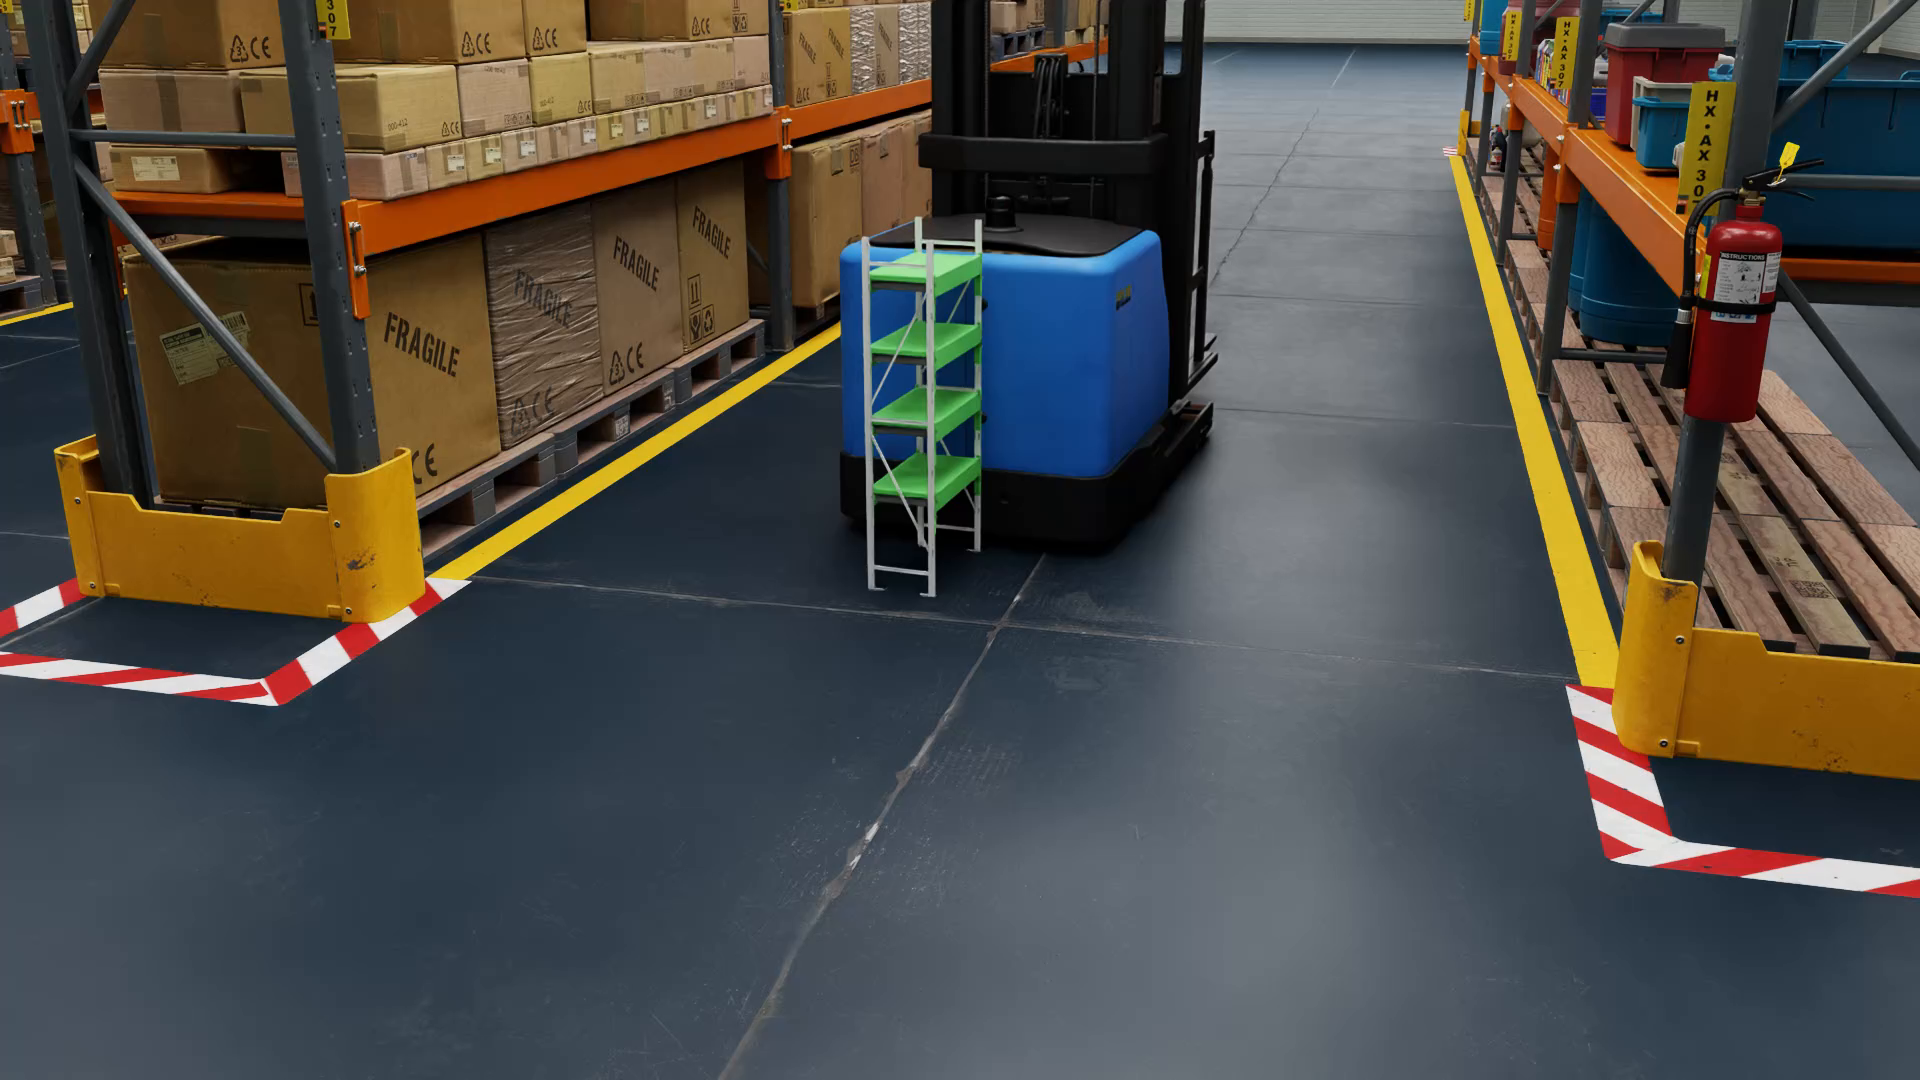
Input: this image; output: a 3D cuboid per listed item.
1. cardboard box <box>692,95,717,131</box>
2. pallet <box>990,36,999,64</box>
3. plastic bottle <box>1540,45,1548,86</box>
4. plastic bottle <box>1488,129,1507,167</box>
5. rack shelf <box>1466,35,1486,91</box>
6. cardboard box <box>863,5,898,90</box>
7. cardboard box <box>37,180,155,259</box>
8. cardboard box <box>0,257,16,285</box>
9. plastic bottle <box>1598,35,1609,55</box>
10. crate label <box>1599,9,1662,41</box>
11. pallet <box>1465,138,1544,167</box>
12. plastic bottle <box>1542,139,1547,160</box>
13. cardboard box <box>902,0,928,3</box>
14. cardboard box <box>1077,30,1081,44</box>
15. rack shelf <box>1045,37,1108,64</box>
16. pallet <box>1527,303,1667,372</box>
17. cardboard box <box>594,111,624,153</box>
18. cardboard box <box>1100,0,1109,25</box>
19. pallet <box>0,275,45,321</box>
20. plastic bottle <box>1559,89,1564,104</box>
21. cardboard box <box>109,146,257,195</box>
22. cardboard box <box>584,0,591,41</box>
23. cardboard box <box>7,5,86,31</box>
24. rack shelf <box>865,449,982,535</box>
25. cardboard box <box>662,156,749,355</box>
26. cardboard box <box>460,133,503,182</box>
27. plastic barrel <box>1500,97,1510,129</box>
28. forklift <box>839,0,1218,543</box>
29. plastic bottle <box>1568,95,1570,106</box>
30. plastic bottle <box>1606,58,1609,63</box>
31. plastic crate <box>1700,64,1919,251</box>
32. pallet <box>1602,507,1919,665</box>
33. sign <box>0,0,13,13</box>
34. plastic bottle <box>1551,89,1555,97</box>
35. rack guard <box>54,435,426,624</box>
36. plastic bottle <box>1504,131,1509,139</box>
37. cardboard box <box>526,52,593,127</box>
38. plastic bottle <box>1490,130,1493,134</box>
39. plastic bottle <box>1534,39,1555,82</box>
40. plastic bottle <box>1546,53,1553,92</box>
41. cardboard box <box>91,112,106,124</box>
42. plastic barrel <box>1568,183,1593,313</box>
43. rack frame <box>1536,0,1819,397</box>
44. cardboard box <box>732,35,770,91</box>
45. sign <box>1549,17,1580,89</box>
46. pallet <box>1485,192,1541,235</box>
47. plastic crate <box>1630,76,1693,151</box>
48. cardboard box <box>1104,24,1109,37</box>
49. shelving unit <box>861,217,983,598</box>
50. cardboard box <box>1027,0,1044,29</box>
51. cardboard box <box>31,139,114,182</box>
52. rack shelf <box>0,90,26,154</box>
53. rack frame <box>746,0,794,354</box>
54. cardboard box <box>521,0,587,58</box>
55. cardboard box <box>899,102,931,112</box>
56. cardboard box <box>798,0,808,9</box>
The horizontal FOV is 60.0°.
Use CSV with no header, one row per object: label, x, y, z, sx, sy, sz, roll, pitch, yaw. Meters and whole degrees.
cardboard box,-1.373,-2.022,7.856,0.380,0.149,0.250,5,19,14
pallet,-0.380,-3.899,13.259,1.213,0.211,1.003,5,19,13
plastic bottle,3.820,-3.053,10.677,0.152,0.276,0.135,5,19,13
plastic bottle,5.207,-3.800,16.089,0.144,0.351,0.185,4,19,12
rack shelf,5.818,-4.907,17.026,1.077,0.370,4.000,5,19,13
cardboard box,-0.707,-3.153,10.623,0.500,0.500,0.500,5,19,14
cardboard box,-5.775,-2.154,11.071,0.500,0.500,0.500,5,20,16
cardboard box,-5.978,-1.627,10.073,0.380,0.149,0.250,5,19,14
plastic bottle,3.732,-2.779,9.760,0.144,0.351,0.185,5,19,13
crate label,4.857,-3.674,12.248,0.502,0.435,0.616,5,19,13
pallet,6.130,-4.273,18.371,1.003,0.211,1.213,5,19,13
plastic bottle,5.929,-3.956,16.663,0.152,0.276,0.135,5,19,13
cardboard box,-0.645,-4.052,11.704,0.797,0.503,0.637,5,20,15
cardboard box,1.031,-5.173,17.082,0.380,0.149,0.250,5,19,13
rack shelf,1.015,-5.298,18.171,1.077,0.370,4.000,5,19,13
pallet,3.604,-1.032,8.883,1.003,0.211,1.213,5,19,13
cardboard box,-1.624,-1.699,6.910,0.380,0.149,0.250,4,19,12
cardboard box,1.173,-5.964,18.392,0.875,0.500,0.500,5,19,13
pallet,-6.343,-1.395,9.944,1.003,0.211,1.213,5,19,13
plastic bottle,3.460,-2.591,9.324,0.152,0.276,0.135,5,19,13
cardboard box,-2.638,-1.269,5.652,0.380,0.149,0.250,5,19,14
cardboard box,-1.921,-2.645,7.903,0.500,0.500,0.500,5,19,13
cardboard box,-5.671,-3.235,10.298,0.380,0.149,0.250,5,19,14
rack shelf,-0.119,-0.173,5.779,0.258,0.148,0.480,6,20,18
cardboard box,-1.667,-1.497,8.567,0.875,0.875,0.875,5,19,13
cardboard box,-1.875,-1.378,5.969,0.380,0.149,0.250,4,19,12
plastic barrel,6.220,-4.683,18.458,0.421,0.512,0.421,0,19,0
forklift,0.511,-1.817,6.971,1.130,2.935,3.031,6,20,18
plastic bottle,3.327,-2.462,8.830,0.144,0.351,0.185,5,19,13
plastic bottle,3.467,-2.450,8.797,0.144,0.351,0.185,5,19,13
plastic crate,2.298,-1.024,4.398,0.616,0.435,0.499,5,19,13
pallet,2.637,0.205,5.261,1.003,0.211,1.213,5,19,13
sign,-5.685,-3.297,9.860,0.100,0.325,0.005,5,19,13
plastic bottle,3.594,-2.763,9.829,0.152,0.276,0.135,5,19,13
rack guard,-2.411,-0.060,5.590,1.175,0.500,0.348,5,19,13
plastic bottle,5.439,-3.929,16.573,0.061,0.283,0.133,5,19,13
cardboard box,-1.779,-1.770,6.501,0.500,0.250,0.500,4,19,12
plastic bottle,5.377,-3.976,16.722,0.152,0.276,0.135,5,19,14
plastic bottle,3.933,-3.198,11.102,0.152,0.276,0.135,5,19,13
plastic bottle,3.676,-2.903,10.244,0.097,0.271,0.097,0,19,0
cardboard box,-9.381,-4.359,17.726,0.950,0.372,0.625,6,20,17
plastic barrel,3.697,-1.710,9.150,0.600,0.901,0.708,5,19,13
rack frame,3.375,-2.113,7.734,1.000,3.000,0.127,5,19,13
cardboard box,-1.281,-2.415,8.389,0.500,0.250,0.500,4,19,12
sign,2.842,-2.288,7.818,0.100,0.325,0.005,5,19,13
pallet,4.879,-2.668,13.673,1.003,0.211,1.213,5,19,13
plastic crate,2.823,-1.621,6.384,0.437,0.282,0.530,5,19,13
cardboard box,1.486,-5.803,18.925,0.380,0.149,0.250,5,19,13
shelving unit,-0.119,-0.461,5.681,0.258,1.200,0.503,6,20,18
cardboard box,0.197,-5.256,15.358,1.000,1.000,1.000,5,19,14
cardboard box,-5.776,-2.509,10.950,0.500,0.250,0.500,4,19,11
rack shelf,-6.702,-1.960,8.399,1.077,0.370,4.000,5,19,13
rack frame,-1.428,-2.504,8.879,1.000,3.000,0.127,5,19,13
cardboard box,-1.783,-2.124,6.377,0.500,0.500,0.500,4,19,12
cardboard box,-0.640,-2.737,12.196,1.225,0.875,0.875,4,19,11
cardboard box,-1.280,-3.227,9.288,0.797,0.503,0.637,4,19,12
